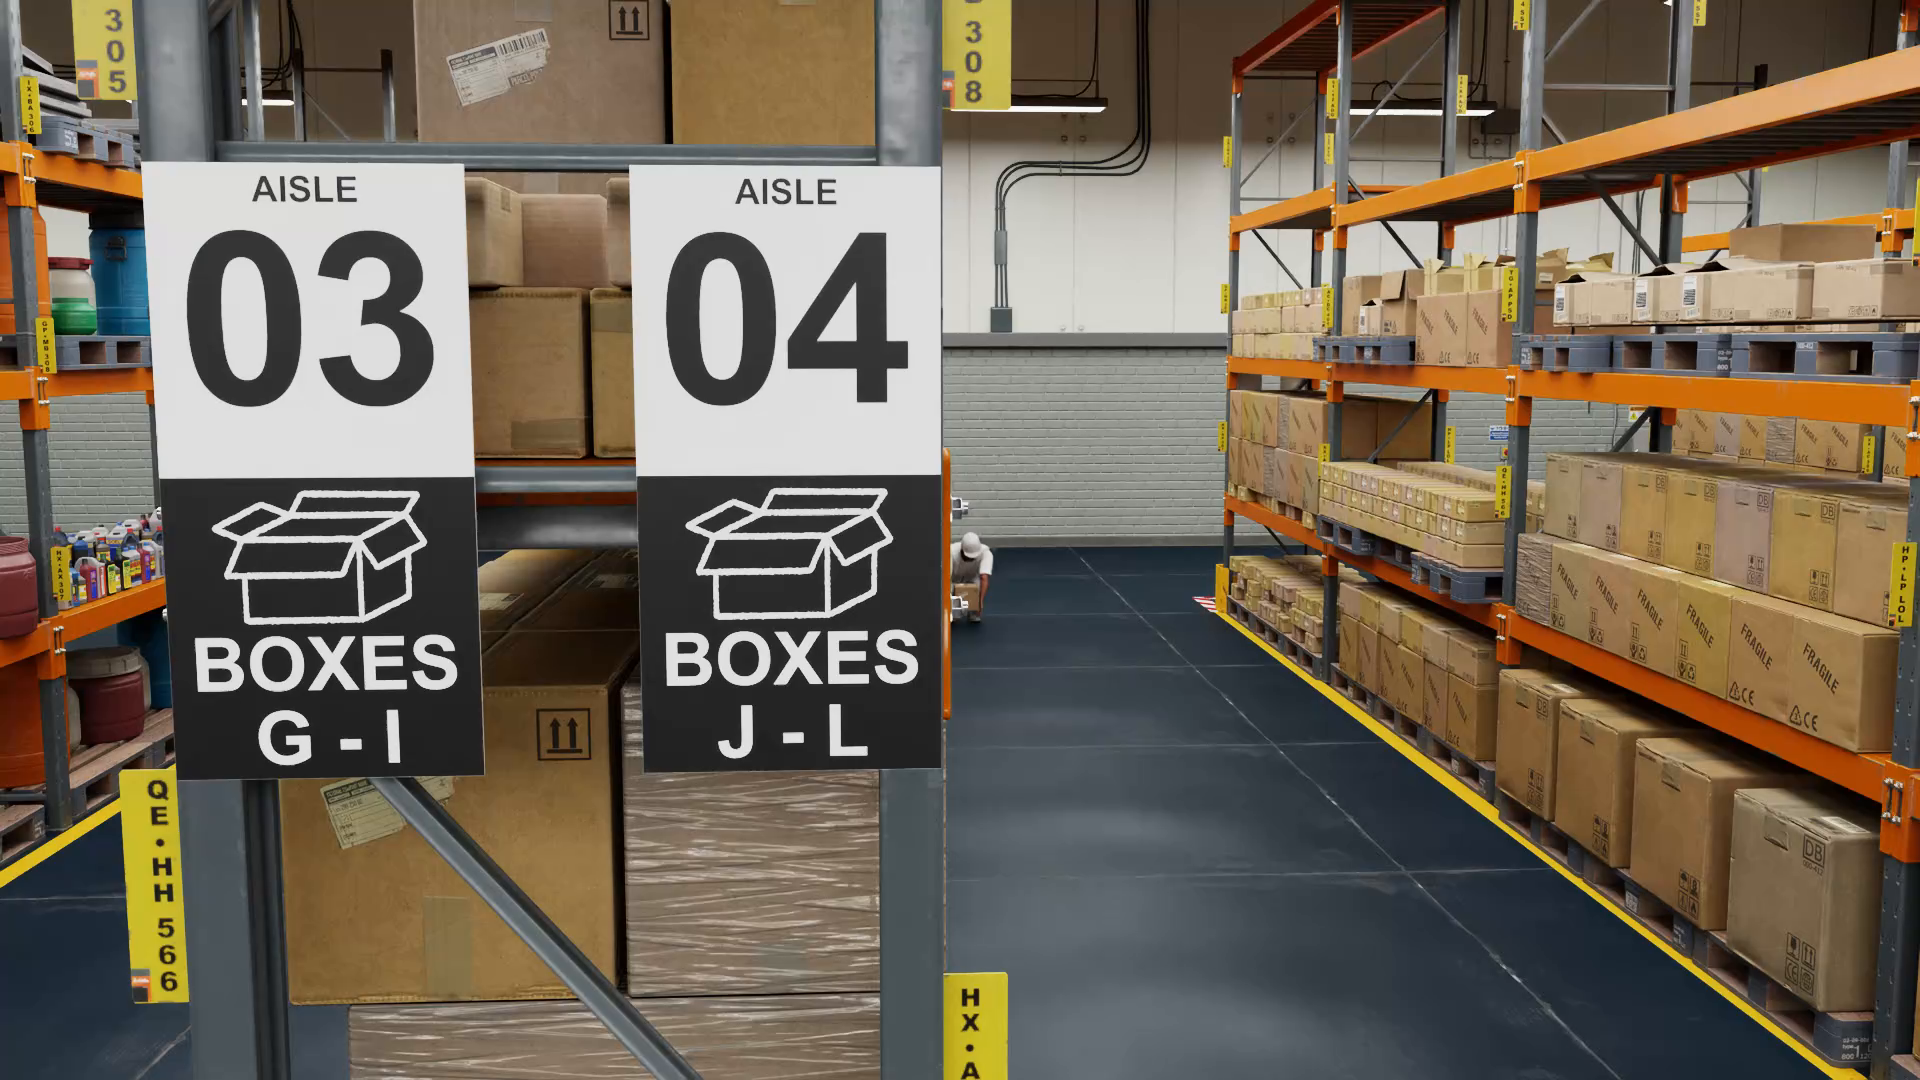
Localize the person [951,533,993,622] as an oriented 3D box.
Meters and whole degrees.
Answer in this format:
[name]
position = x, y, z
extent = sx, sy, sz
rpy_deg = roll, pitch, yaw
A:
[person]
position = 0.053, 0.389, 17.660
extent = 0.583, 0.999, 0.876
rpy_deg = 0, 7, -4
